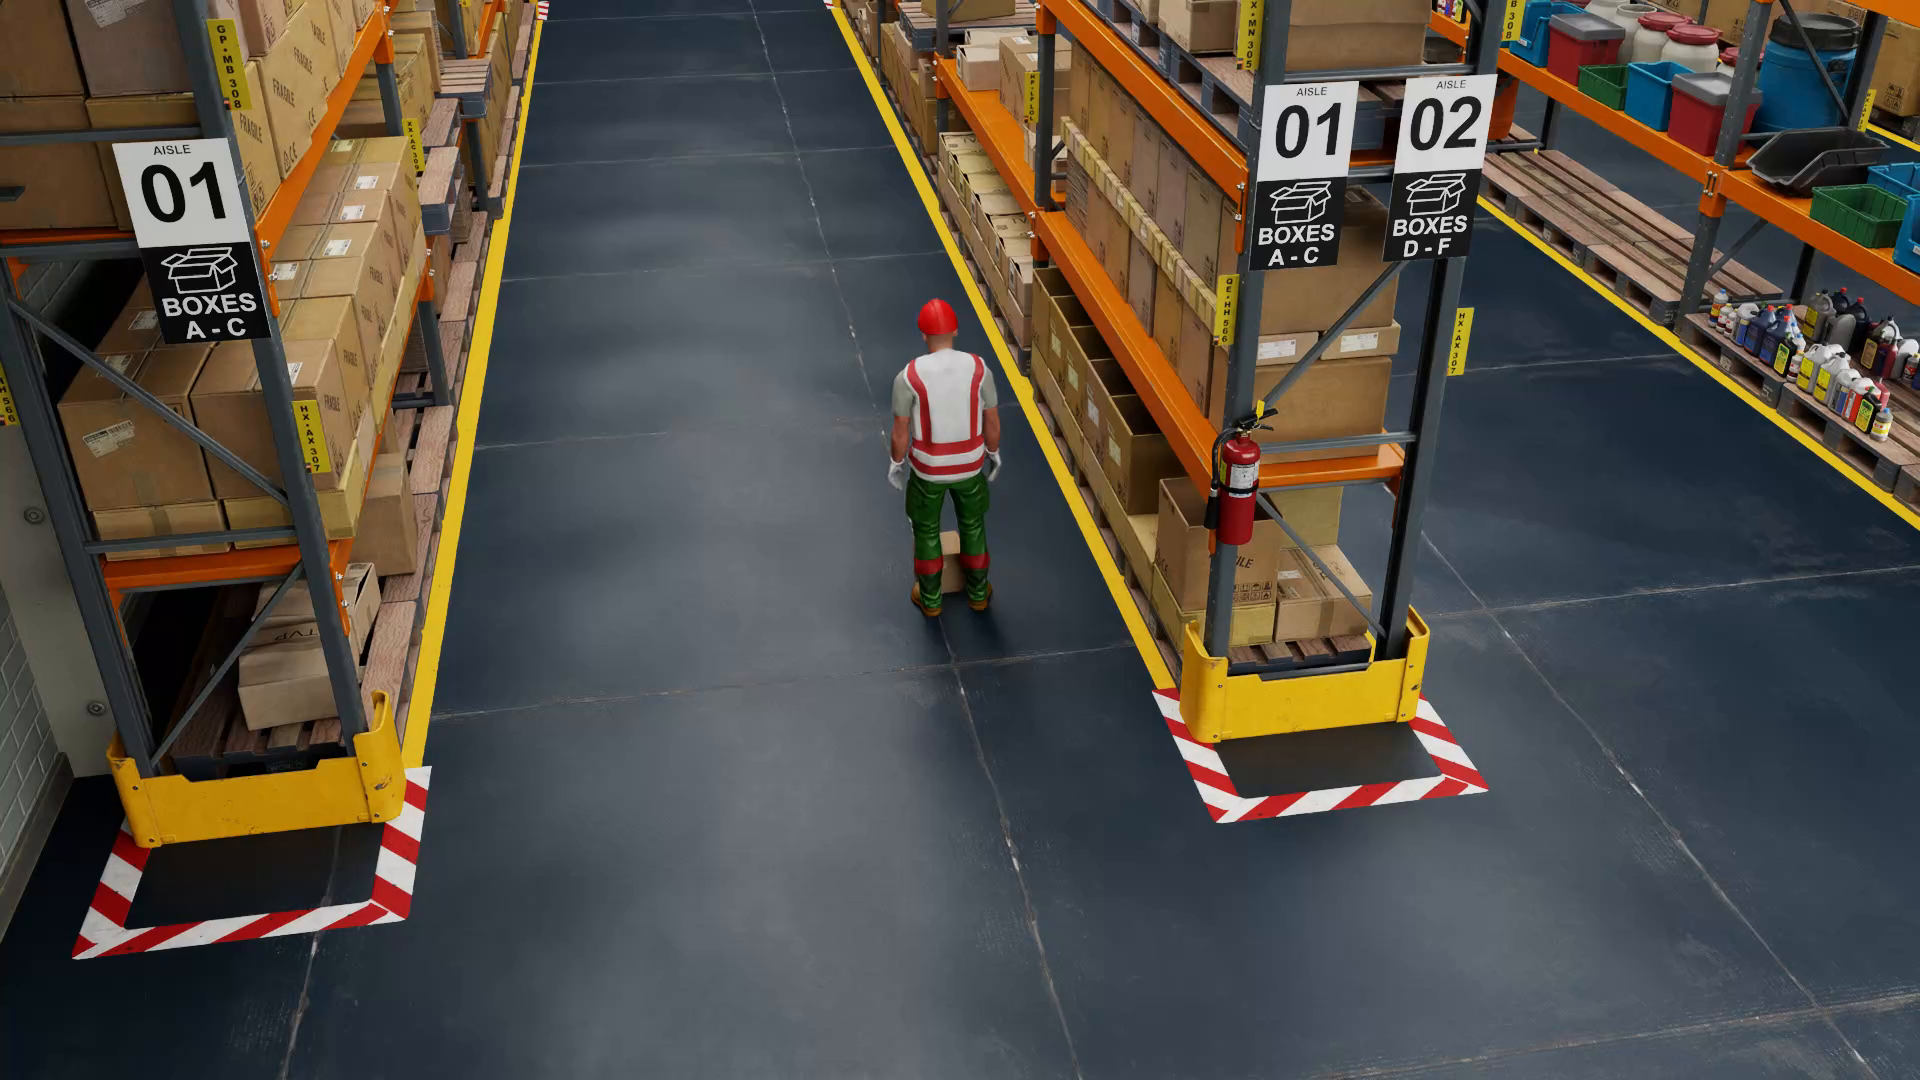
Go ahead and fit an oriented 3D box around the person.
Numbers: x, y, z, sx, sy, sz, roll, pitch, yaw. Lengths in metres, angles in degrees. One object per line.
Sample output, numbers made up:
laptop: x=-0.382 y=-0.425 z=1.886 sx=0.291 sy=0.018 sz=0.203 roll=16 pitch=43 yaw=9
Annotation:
person: x=-0.078 y=-0.416 z=8.834 sx=0.613 sy=1.779 sz=0.456 roll=-6 pitch=31 yaw=-9
